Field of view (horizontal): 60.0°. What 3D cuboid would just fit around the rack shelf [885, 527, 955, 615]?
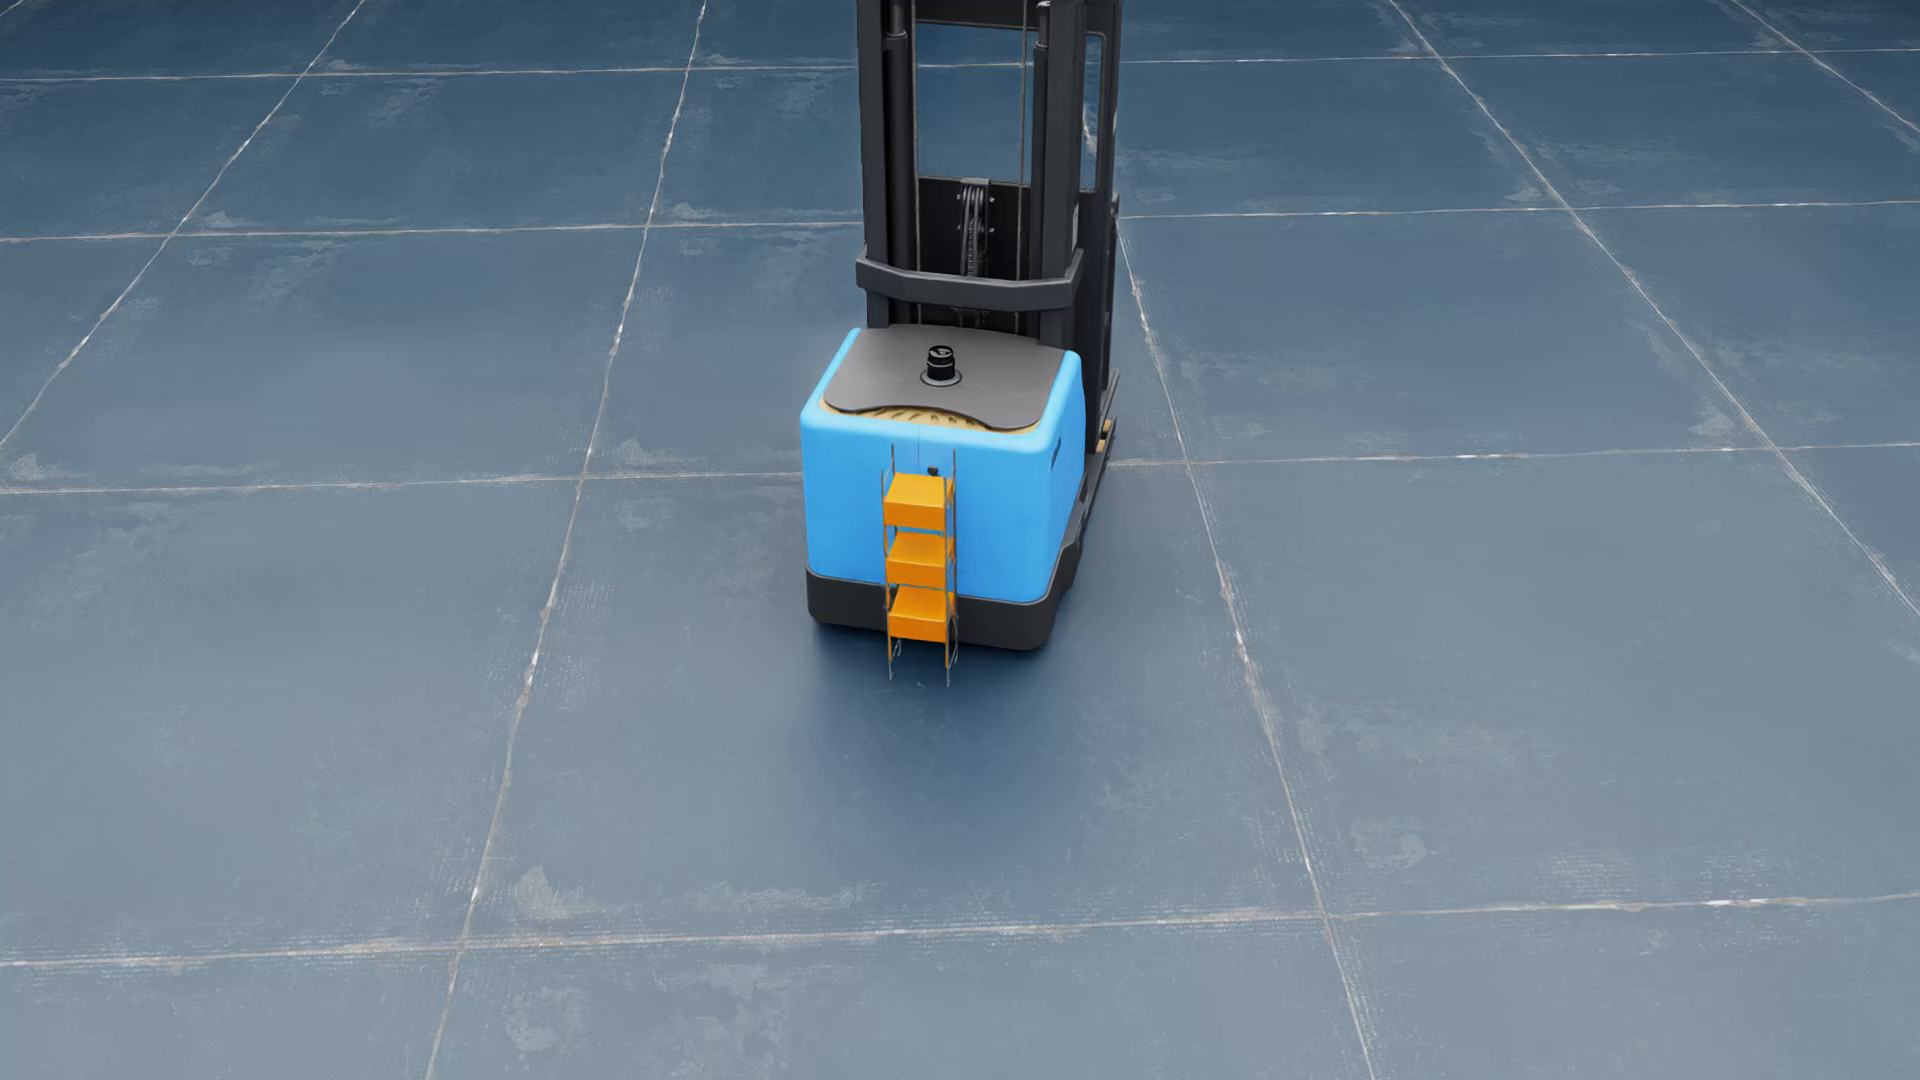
[{"bbox_3d":[-0.155,0.123,6.662,0.240,0.259,0.215,6,37,9],"label":"rack shelf"}]

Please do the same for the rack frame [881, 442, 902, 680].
[{"bbox_3d":[-0.274,0.101,6.674,0.008,1.050,0.200,6,37,9],"label":"rack frame"}]

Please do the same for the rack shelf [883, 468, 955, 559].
[{"bbox_3d":[-0.157,-0.105,6.493,0.240,0.259,0.215,6,37,9],"label":"rack shelf"}]

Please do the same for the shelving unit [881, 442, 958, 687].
[{"bbox_3d":[-0.155,0.115,6.655,0.252,1.050,0.215,6,37,9],"label":"shelving unit"}]

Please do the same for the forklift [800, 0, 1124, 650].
[{"bbox_3d":[0.172,-1.578,7.455,1.130,2.935,3.031,7,35,11],"label":"forklift"}]

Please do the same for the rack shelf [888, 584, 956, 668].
[{"bbox_3d":[-0.153,0.346,6.827,0.240,0.259,0.215,6,37,9],"label":"rack shelf"}]

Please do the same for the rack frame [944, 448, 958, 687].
[{"bbox_3d":[-0.035,0.128,6.636,0.008,1.050,0.200,6,37,9],"label":"rack frame"}]
